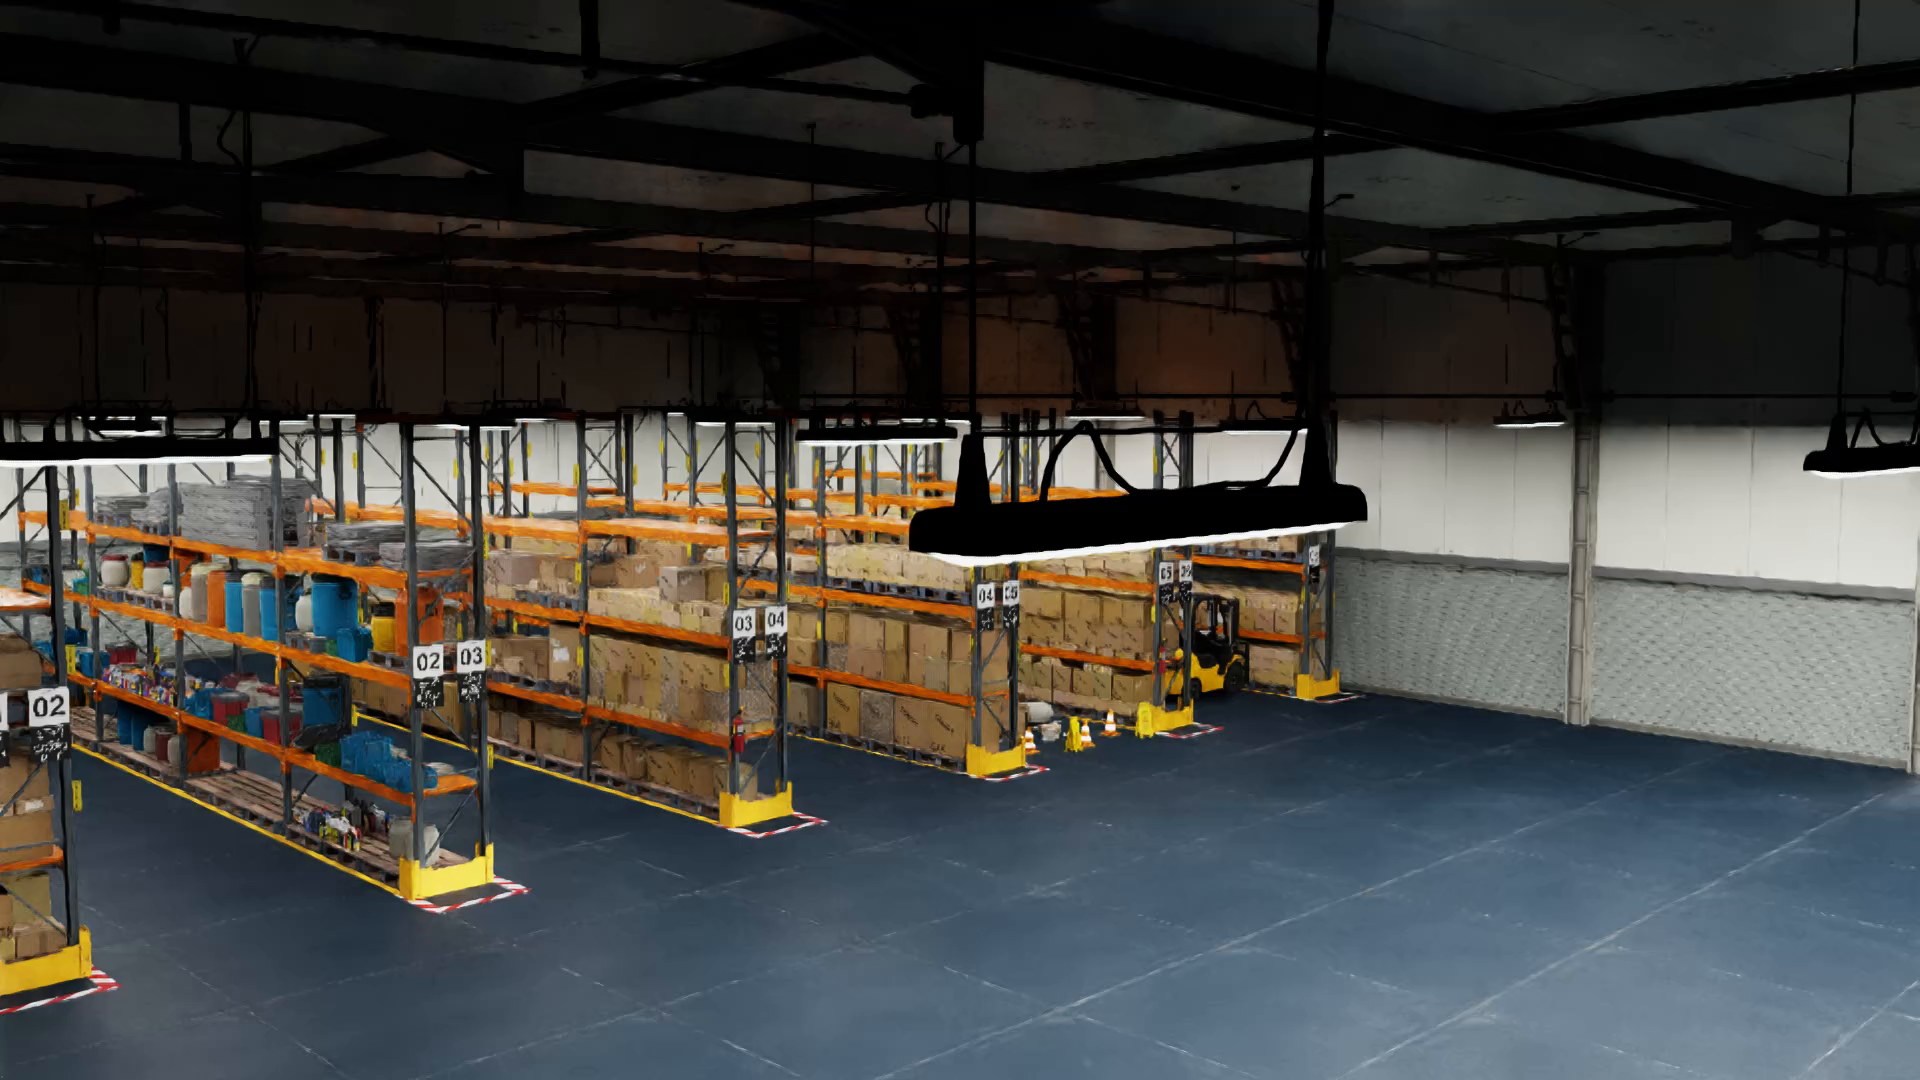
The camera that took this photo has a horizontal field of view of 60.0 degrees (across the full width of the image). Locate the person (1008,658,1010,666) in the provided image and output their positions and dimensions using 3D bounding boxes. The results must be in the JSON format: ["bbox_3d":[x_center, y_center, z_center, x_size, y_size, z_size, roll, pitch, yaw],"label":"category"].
[{"bbox_3d":[0.853,2.132,38.737,0.544,1.653,0.566,-2,5,-17],"label":"person"}]

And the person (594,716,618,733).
[{"bbox_3d":[-6.568,2.790,31.000,0.542,1.715,0.679,5,7,43],"label":"person"}]
